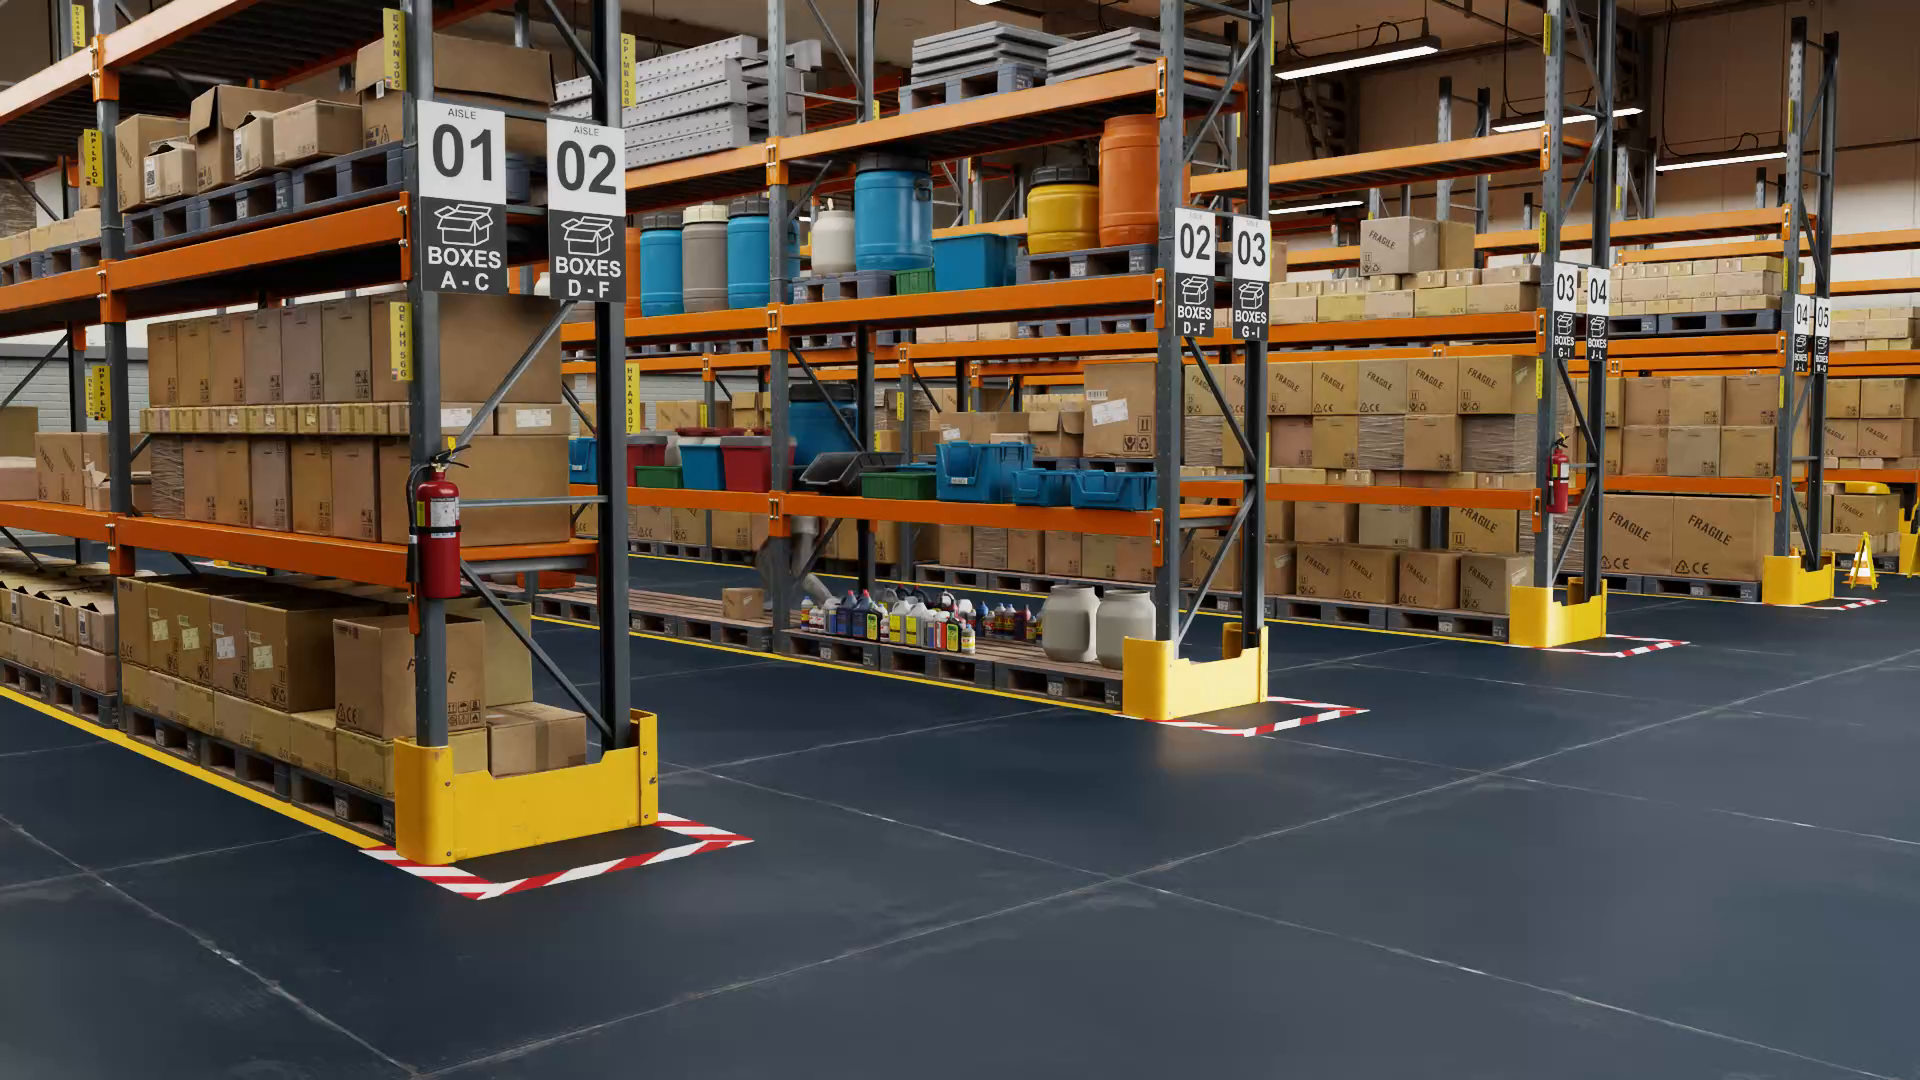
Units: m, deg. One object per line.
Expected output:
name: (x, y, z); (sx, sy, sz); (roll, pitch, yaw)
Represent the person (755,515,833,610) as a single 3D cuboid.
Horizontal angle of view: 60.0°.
person: (-1.478, -0.072, 14.856); (0.617, 1.706, 0.734); (4, 5, 42)
